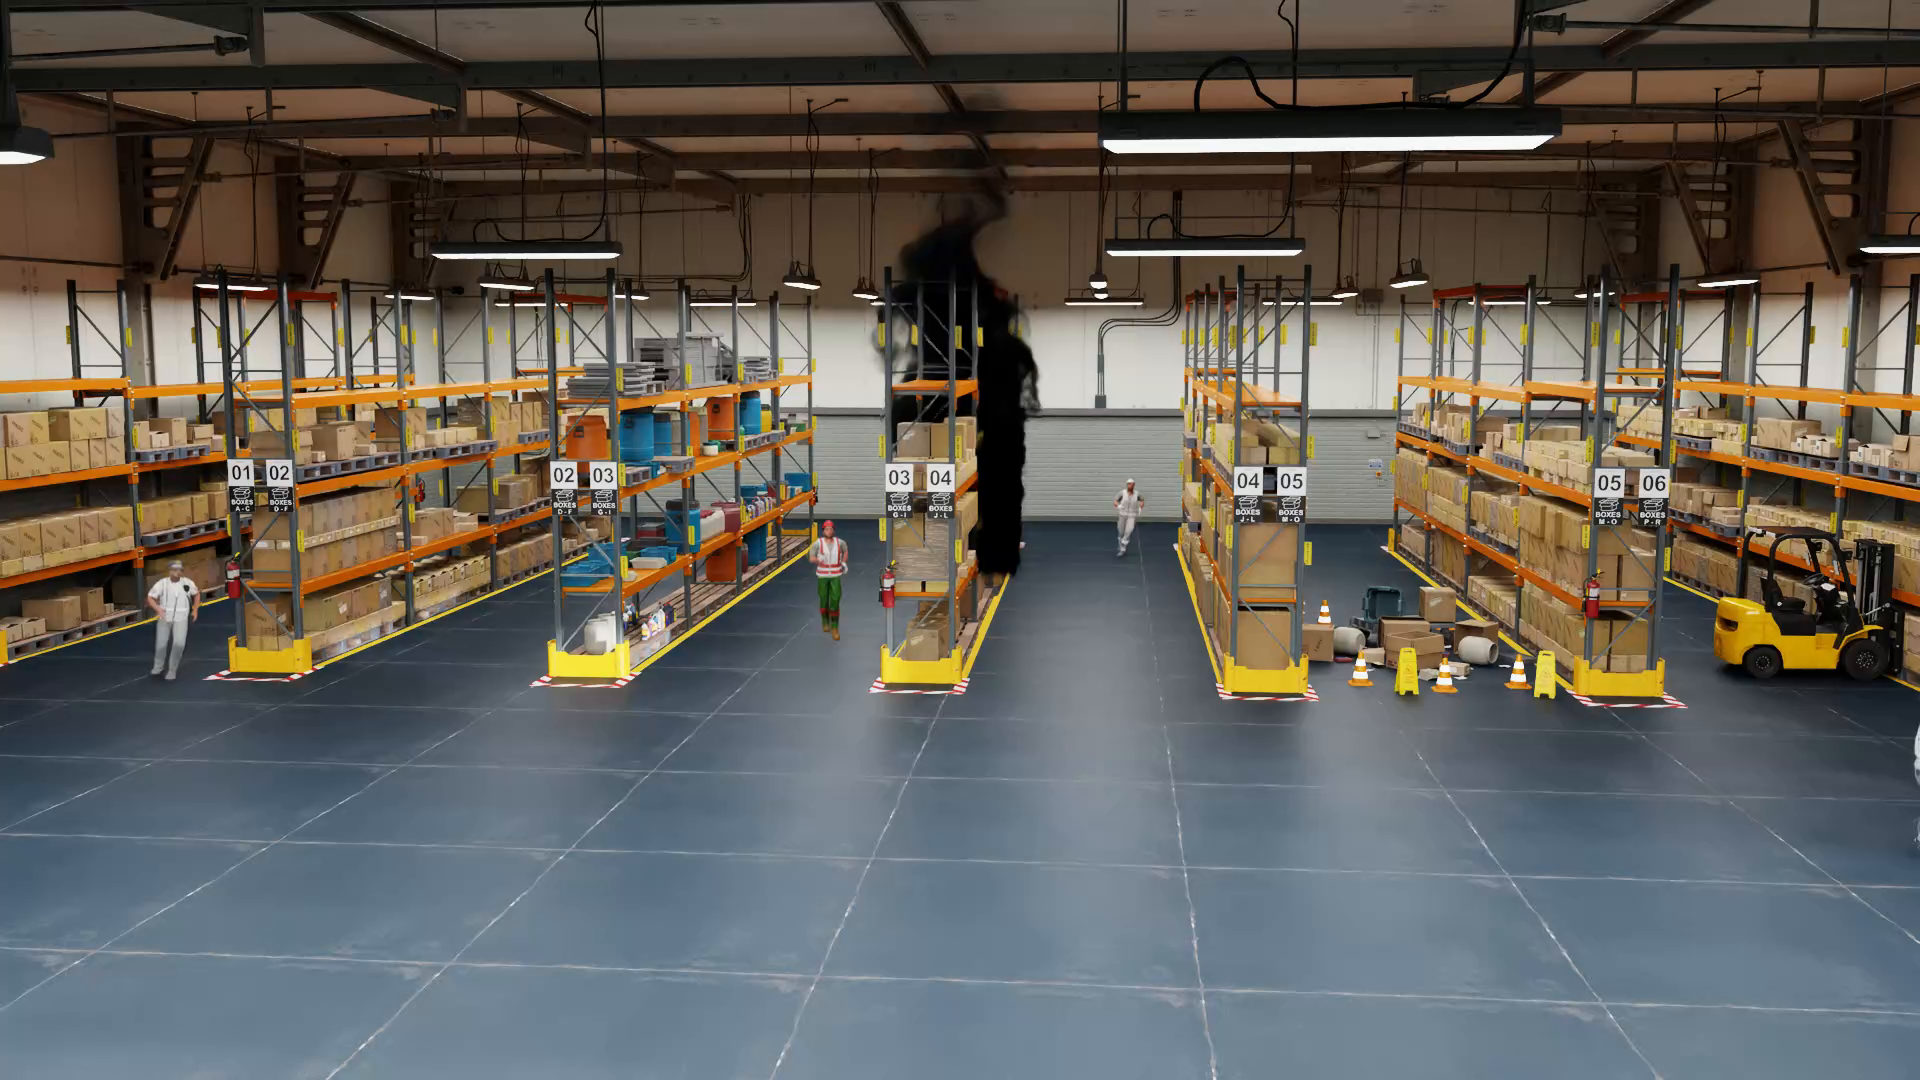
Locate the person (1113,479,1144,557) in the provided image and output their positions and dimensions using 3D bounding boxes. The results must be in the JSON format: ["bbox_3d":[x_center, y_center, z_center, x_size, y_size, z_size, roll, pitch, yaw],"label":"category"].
[{"bbox_3d":[3.888,-0.534,38.385,0.701,1.777,0.943,1,7,9],"label":"person"}]

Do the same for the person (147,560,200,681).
[{"bbox_3d":[-11.599,1.187,24.553,0.733,1.783,0.677,-3,8,-26],"label":"person"}]

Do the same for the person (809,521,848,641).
[{"bbox_3d":[-2.069,0.623,26.316,0.629,1.864,0.732,-1,7,-8],"label":"person"}]
